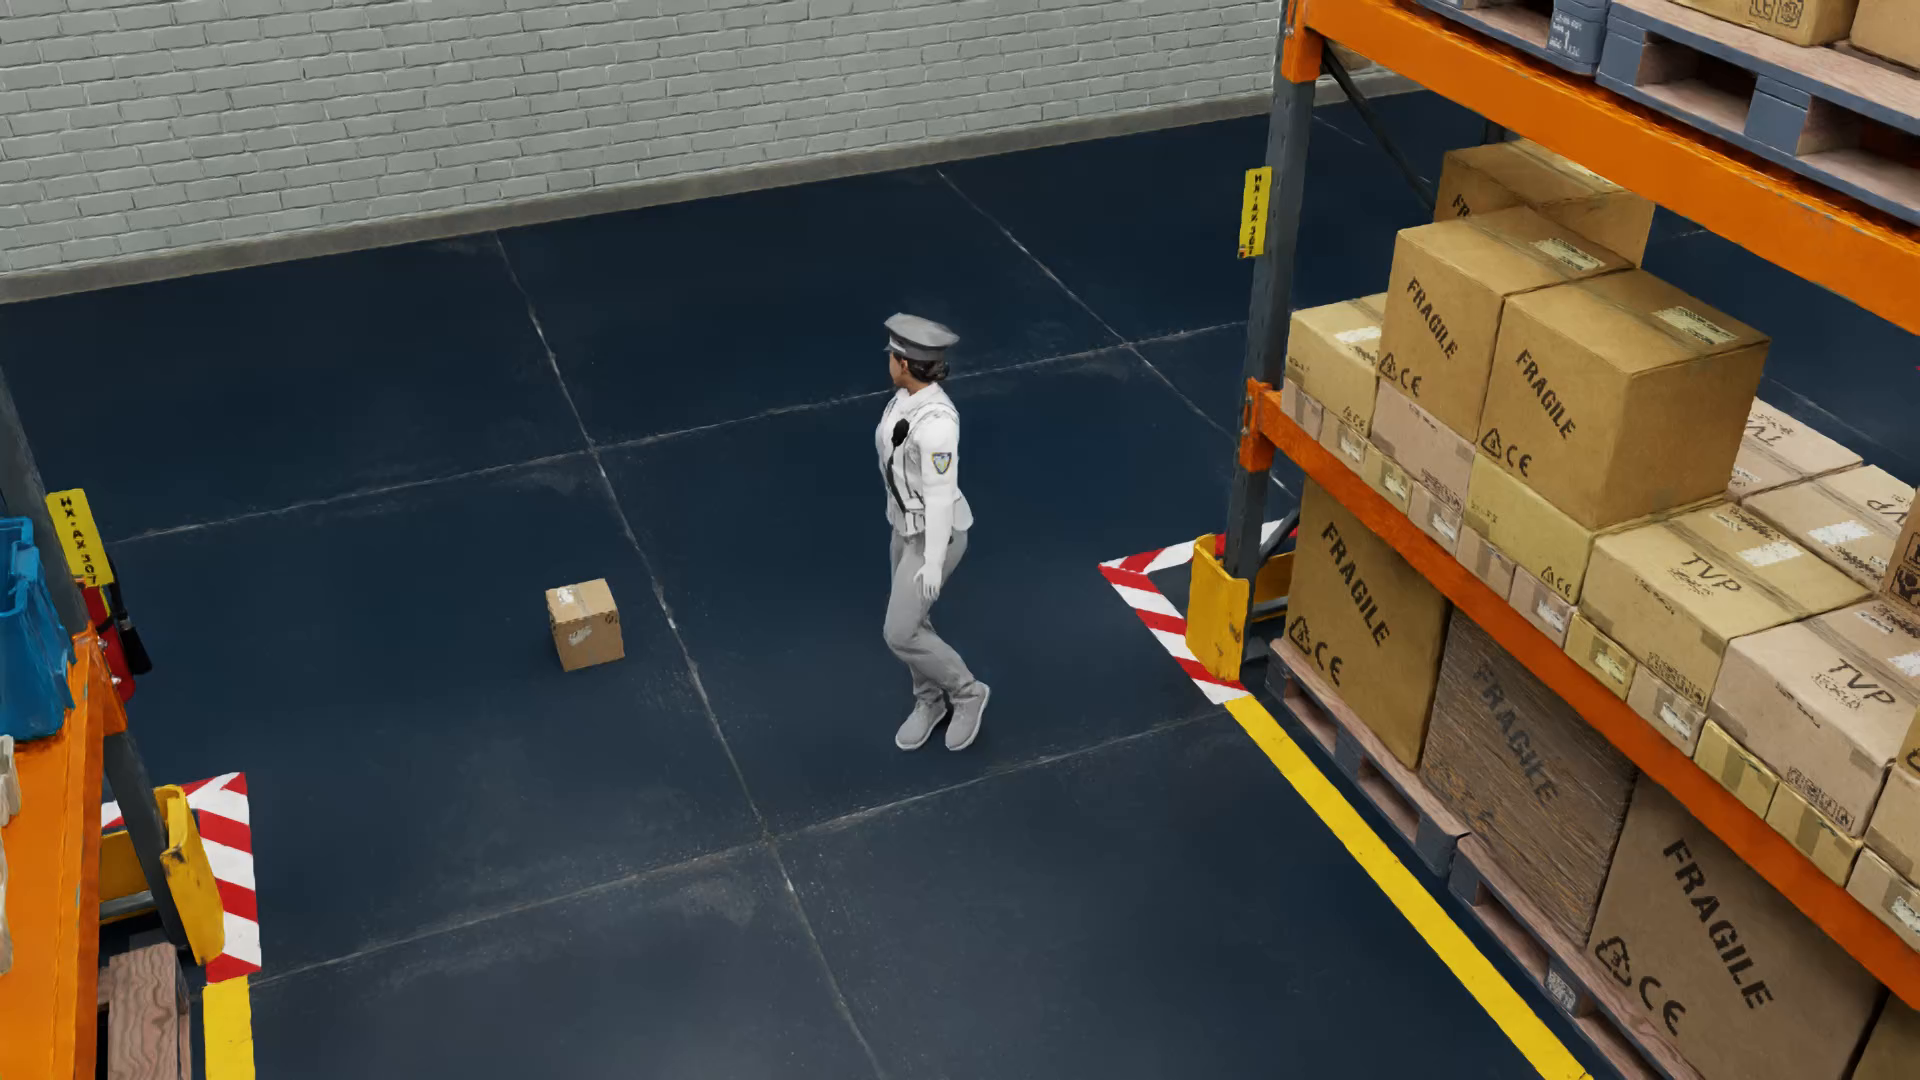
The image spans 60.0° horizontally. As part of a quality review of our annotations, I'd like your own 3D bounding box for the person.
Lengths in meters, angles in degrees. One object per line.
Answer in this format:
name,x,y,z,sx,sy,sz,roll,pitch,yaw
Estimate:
person,-0.143,0.009,6.143,0.407,1.655,0.626,-13,36,-18
